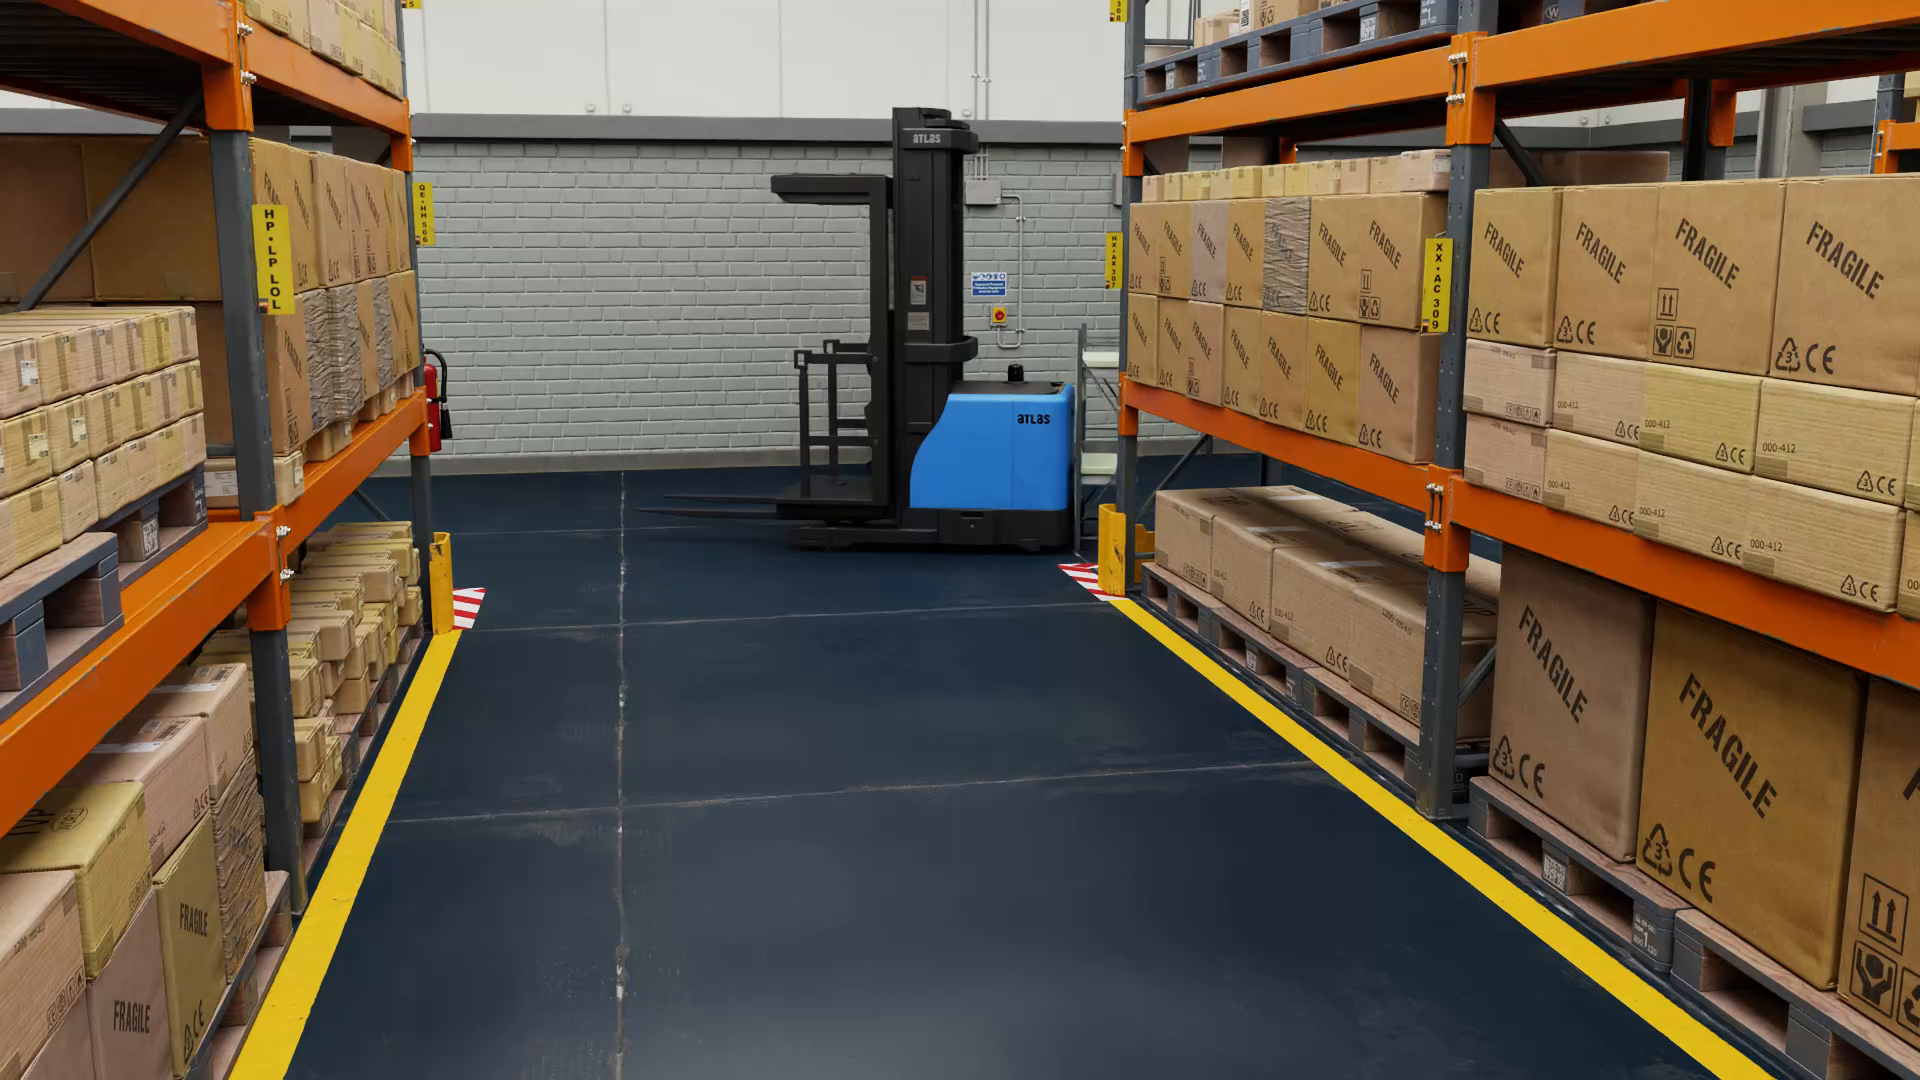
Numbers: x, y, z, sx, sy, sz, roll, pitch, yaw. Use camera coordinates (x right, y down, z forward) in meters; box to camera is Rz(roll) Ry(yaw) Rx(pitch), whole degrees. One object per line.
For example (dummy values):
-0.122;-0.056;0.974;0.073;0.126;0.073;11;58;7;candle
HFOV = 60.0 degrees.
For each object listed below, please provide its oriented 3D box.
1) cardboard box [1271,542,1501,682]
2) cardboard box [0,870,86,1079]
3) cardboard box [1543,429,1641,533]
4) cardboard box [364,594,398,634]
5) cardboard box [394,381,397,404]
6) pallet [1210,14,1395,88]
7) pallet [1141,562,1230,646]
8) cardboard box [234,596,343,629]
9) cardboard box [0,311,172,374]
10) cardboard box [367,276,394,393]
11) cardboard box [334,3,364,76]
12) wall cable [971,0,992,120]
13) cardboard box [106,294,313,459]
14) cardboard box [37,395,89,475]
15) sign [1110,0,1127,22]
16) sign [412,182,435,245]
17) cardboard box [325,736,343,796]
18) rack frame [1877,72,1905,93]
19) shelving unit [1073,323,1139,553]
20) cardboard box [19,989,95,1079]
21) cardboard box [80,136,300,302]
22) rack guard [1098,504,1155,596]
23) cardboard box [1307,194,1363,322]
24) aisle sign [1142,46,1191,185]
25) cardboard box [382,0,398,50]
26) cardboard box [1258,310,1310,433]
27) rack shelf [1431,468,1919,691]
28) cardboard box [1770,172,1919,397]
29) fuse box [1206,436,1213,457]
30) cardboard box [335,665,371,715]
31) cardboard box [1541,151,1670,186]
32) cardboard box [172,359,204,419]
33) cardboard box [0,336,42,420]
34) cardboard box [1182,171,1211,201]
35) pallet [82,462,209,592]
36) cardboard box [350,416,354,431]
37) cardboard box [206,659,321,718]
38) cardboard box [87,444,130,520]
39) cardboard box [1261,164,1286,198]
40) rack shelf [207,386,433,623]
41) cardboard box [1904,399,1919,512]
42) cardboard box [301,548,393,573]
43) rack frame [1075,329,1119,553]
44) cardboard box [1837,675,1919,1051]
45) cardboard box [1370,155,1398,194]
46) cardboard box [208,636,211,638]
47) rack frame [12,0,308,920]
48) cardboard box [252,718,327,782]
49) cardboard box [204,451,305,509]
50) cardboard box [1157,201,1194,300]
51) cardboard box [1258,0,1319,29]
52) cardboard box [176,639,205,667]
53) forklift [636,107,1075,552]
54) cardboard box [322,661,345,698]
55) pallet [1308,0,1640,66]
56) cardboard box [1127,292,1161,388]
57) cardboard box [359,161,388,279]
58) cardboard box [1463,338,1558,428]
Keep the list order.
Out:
2.033;0.317;7.740;0.875;0.438;0.875;-2;11;-13;cardboard box
-1.913;0.813;2.957;0.500;0.250;0.500;-2;11;-11;cardboard box
2.153;-0.194;5.093;0.500;0.250;0.500;-2;11;-12;cardboard box
-2.791;0.337;7.611;0.380;0.149;0.250;-2;11;-10;cardboard box
-2.974;-0.722;8.140;0.380;0.149;0.250;-2;11;-12;cardboard box
1.841;-2.256;7.743;1.003;0.211;1.213;-2;11;-11;pallet
1.678;0.328;9.411;1.003;0.211;1.213;-2;11;-11;pallet
-2.745;0.336;6.817;0.380;0.149;0.250;-3;11;-13;cardboard box
-2.289;-0.513;4.329;0.380;0.149;0.250;-2;11;-13;cardboard box
-2.847;-0.922;7.458;0.500;0.500;0.500;-2;11;-11;cardboard box
-2.729;-2.032;6.729;0.500;0.250;0.500;-2;11;-8;cardboard box
0.063;-5.166;14.772;0.463;3.000;0.029;-2;11;-11;wall cable
-2.461;-0.549;5.496;0.500;0.500;0.500;-2;11;-12;cardboard box
-2.136;-0.225;3.612;0.380;0.149;0.250;-3;11;-14;cardboard box
0.901;-3.109;9.436;0.100;0.325;0.005;-2;11;-11;sign
-2.841;-1.728;8.812;0.100;0.325;0.005;-2;11;-11;sign
-2.419;0.813;5.904;0.380;0.149;0.250;-2;11;-9;cardboard box
6.314;-4.314;10.297;1.000;3.000;0.127;-2;11;-11;rack frame
1.016;-0.715;11.444;0.431;1.500;0.755;1;11;6;shelving unit
-1.927;1.176;3.056;0.500;0.500;0.500;-2;11;-12;cardboard box
-2.460;-1.032;5.359;0.500;0.500;0.500;-2;11;-10;cardboard box
1.442;0.037;10.163;1.175;0.500;0.348;-2;11;-11;rack guard
1.771;-1.163;6.841;0.500;0.500;0.500;-2;11;-12;cardboard box
1.148;-2.466;9.677;0.394;0.787;0.004;-2;11;-11;aisle sign
-3.050;-2.558;8.154;0.500;0.250;0.500;-2;11;-13;cardboard box
1.666;-0.763;7.417;0.500;0.500;0.500;-2;11;-12;cardboard box
2.613;0.268;4.191;1.077;0.370;4.000;-2;11;-11;rack shelf
2.356;-0.623;4.004;0.500;0.500;0.500;-2;11;-12;cardboard box
2.415;-1.636;15.716;0.539;1.711;0.414;-2;11;-11;fuse box
-2.660;0.625;6.890;0.380;0.149;0.250;-2;11;-13;cardboard box
2.417;-1.379;6.242;0.380;0.149;0.250;-2;11;-12;cardboard box
-2.341;-0.417;4.619;0.380;0.149;0.250;-2;11;-9;cardboard box
-2.089;-0.323;3.331;0.380;0.149;0.250;-3;11;-14;cardboard box
1.371;-1.825;8.586;0.380;0.149;0.250;-2;11;-13;cardboard box
-2.606;-0.014;4.262;1.003;0.211;1.213;-2;11;-11;pallet
-2.817;-0.527;7.115;0.380;0.149;0.250;-2;11;-10;cardboard box
-2.471;0.525;5.828;0.380;0.149;0.250;-2;11;-8;cardboard box
-2.194;-0.132;3.915;0.380;0.149;0.250;-3;11;-14;cardboard box
1.603;-1.638;7.602;0.380;0.149;0.250;-2;11;-11;cardboard box
-3.001;-0.267;7.003;1.077;0.370;4.000;-2;11;-11;rack shelf
2.436;-0.157;3.565;0.500;0.250;0.500;-2;11;-12;cardboard box
-2.882;0.143;7.833;0.380;0.149;0.250;-3;11;-13;cardboard box
0.976;-0.647;11.087;0.400;1.500;0.023;1;11;6;rack frame
2.780;0.825;3.898;0.875;0.875;0.875;-2;11;-10;cardboard box
1.868;-1.455;6.641;0.380;0.149;0.250;-2;11;-11;cardboard box
-3.183;0.454;6.993;0.380;0.149;0.250;-2;11;-8;cardboard box
-2.612;-0.254;5.008;1.000;3.000;0.127;-2;11;-11;rack frame
-2.368;0.716;5.618;0.380;0.149;0.250;-2;11;-8;cardboard box
-2.346;-0.194;5.367;0.380;0.149;0.250;-2;11;-9;cardboard box
1.368;-1.533;8.789;0.500;0.500;0.500;-2;11;-13;cardboard box
1.691;-2.589;7.596;0.500;0.500;0.500;-2;11;-10;cardboard box
-3.054;0.451;6.215;0.380;0.149;0.250;-2;11;-9;cardboard box
-0.725;-1.459;11.522;3.031;2.935;1.130;1;11;7;forklift
-2.668;0.529;6.603;0.380;0.149;0.250;-2;11;-8;cardboard box
2.075;-2.033;6.570;1.003;0.211;1.213;-2;11;-11;pallet
1.258;-1.137;9.379;0.500;0.500;0.500;-2;11;-11;cardboard box
-2.848;-1.411;7.351;0.500;0.500;0.500;-2;11;-8;cardboard box
2.033;-0.533;5.541;0.500;0.250;0.500;-2;11;-13;cardboard box
